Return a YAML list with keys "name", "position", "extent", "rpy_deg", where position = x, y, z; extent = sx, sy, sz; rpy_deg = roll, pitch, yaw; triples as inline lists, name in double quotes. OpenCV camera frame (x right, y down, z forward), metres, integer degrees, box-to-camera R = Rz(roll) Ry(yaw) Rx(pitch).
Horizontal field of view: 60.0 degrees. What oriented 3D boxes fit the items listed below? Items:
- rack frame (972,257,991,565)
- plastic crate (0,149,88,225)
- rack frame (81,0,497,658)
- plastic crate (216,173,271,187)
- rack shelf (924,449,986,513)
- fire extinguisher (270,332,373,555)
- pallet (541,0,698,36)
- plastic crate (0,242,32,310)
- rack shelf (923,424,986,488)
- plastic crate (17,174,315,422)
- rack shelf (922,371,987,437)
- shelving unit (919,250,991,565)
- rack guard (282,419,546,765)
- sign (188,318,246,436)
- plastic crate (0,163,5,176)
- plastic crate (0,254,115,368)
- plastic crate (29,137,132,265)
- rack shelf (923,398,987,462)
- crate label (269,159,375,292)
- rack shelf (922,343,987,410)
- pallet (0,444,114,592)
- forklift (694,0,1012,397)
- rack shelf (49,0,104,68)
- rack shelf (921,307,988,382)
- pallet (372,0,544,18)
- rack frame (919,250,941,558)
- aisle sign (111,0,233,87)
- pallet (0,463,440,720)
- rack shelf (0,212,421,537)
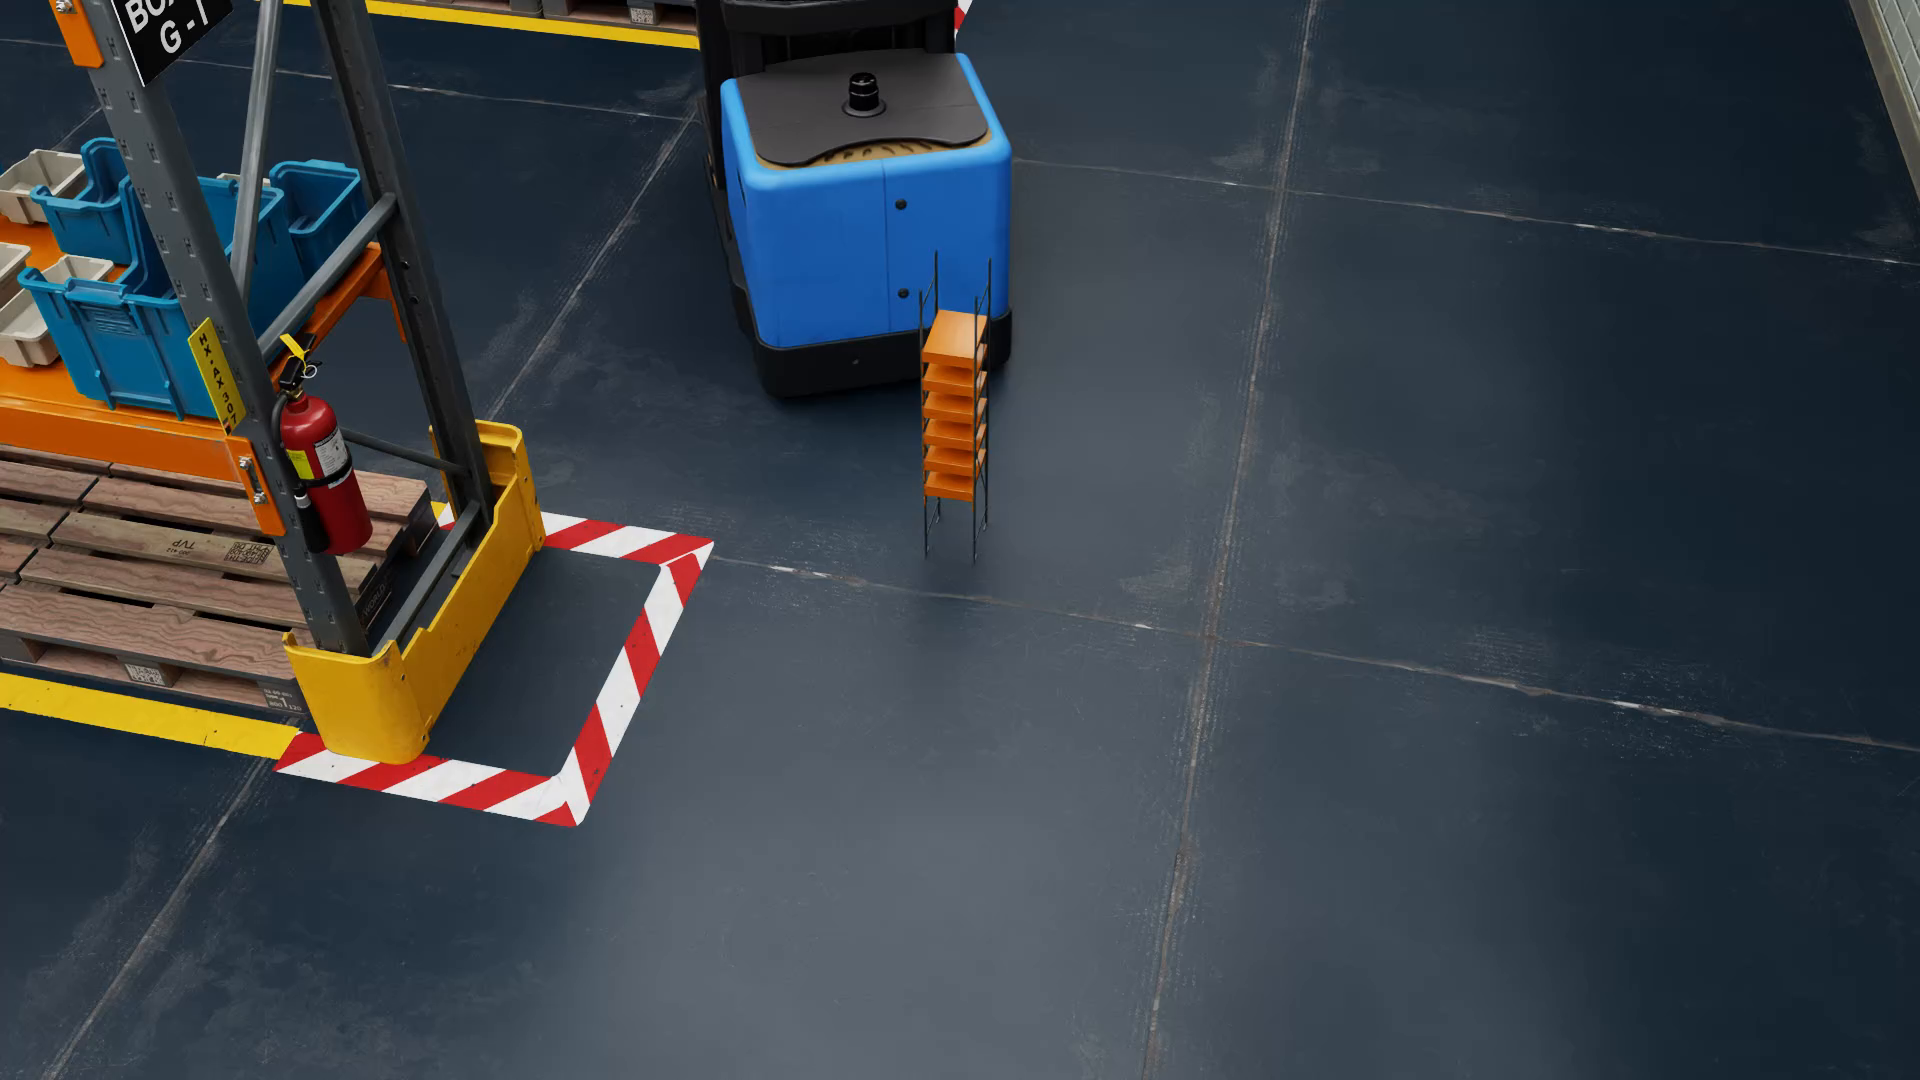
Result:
- name: "rack frame"
  position: [0.075, -0.421, 5.822]
  extent: [0.006, 1.200, 0.240]
  rpy_deg: [9, 45, 9]
- name: "plastic crate"
  position: [-2.993, -1.141, 5.419]
  extent: [0.298, 0.136, 0.250]
  rpy_deg: [9, 45, 9]
- name: "rack frame"
  position: [-1.867, -0.747, 4.863]
  extent: [0.127, 3.000, 1.000]
  rpy_deg: [9, 45, 9]
- name: "plastic crate"
  position: [-2.331, -1.038, 5.313]
  extent: [0.298, 0.136, 0.250]
  rpy_deg: [9, 45, 9]
- name: "rack shelf"
  position: [-0.014, -0.230, 6.033]
  extent: [0.180, 0.103, 0.258]
  rpy_deg: [9, 45, 9]
- name: "fire extinguisher"
  position: [-1.819, -0.254, 4.676]
  extent: [0.183, 0.674, 0.296]
  rpy_deg: [9, 45, 9]
- name: "pallet"
  position: [-1.634, -3.225, 9.449]
  extent: [1.213, 0.211, 1.003]
  rpy_deg: [9, 45, 9]
- name: "plastic crate"
  position: [-2.982, -0.728, 4.990]
  extent: [0.243, 0.136, 0.396]
  rpy_deg: [9, 45, 9]
- name: "rack shelf"
  position: [-0.014, -0.316, 5.950]
  extent: [0.180, 0.103, 0.258]
  rpy_deg: [9, 45, 9]
- name: "plastic crate"
  position: [-2.234, -0.706, 4.751]
  extent: [0.499, 0.435, 0.616]
  rpy_deg: [9, 45, 9]
- name: "rack shelf"
  position: [-0.014, -0.489, 5.784]
  extent: [0.180, 0.103, 0.258]
  rpy_deg: [9, 45, 9]
- name: "shelving unit"
  position: [-0.014, -0.434, 5.836]
  extent: [0.189, 1.200, 0.258]
  rpy_deg: [9, 45, 9]
- name: "rack guard"
  position: [-1.840, 0.149, 5.735]
  extent: [0.348, 0.500, 1.175]
  rpy_deg: [9, 45, 9]
- name: "sign"
  position: [-1.971, -0.431, 4.417]
  extent: [0.005, 0.325, 0.100]
  rpy_deg: [9, 45, 9]
- name: "plastic crate"
  position: [-3.321, -1.168, 5.378]
  extent: [0.300, 0.233, 0.416]
  rpy_deg: [9, 45, 9]
- name: "plastic crate"
  position: [-2.702, -0.674, 4.935]
  extent: [0.243, 0.136, 0.396]
  rpy_deg: [9, 45, 9]
- name: "plastic crate"
  position: [-2.678, -1.068, 5.274]
  extent: [0.300, 0.233, 0.416]
  rpy_deg: [9, 45, 9]
- name: "rack shelf"
  position: [-0.014, -0.402, 5.867]
  extent: [0.180, 0.103, 0.258]
  rpy_deg: [9, 45, 9]
- name: "crate label"
  position: [-2.036, -0.968, 5.171]
  extent: [0.303, 0.233, 0.416]
  rpy_deg: [9, 45, 9]
- name: "rack shelf"
  position: [-0.014, -0.575, 5.701]
  extent: [0.180, 0.103, 0.258]
  rpy_deg: [9, 45, 9]
- name: "pallet"
  position: [-3.850, -0.080, 6.180]
  extent: [1.213, 0.211, 1.003]
  rpy_deg: [9, 45, 9]
- name: "forklift"
  position: [-0.619, -2.674, 6.915]
  extent: [1.130, 2.935, 3.031]
  rpy_deg: [-9, 45, -9]
- name: "rack shelf"
  position: [-3.818, -1.871, 4.387]
  extent: [4.000, 0.370, 1.077]
  rpy_deg: [9, 45, 9]
- name: "rack shelf"
  position: [-0.014, -0.662, 5.617]
  extent: [0.180, 0.103, 0.258]
  rpy_deg: [9, 45, 9]
- name: "pallet"
  position: [-2.821, -3.412, 9.642]
  extent: [1.213, 0.211, 1.003]
  rpy_deg: [9, 45, 9]
- name: "rack frame"
  position: [-0.103, -0.448, 5.851]
  extent: [0.006, 1.200, 0.240]
  rpy_deg: [9, 45, 9]
- name: "aisle sign"
  position: [-1.860, -1.474, 3.744]
  extent: [0.004, 0.787, 0.394]
  rpy_deg: [9, 45, 9]
- name: "pallet"
  position: [-2.663, 0.107, 5.987]
  extent: [1.213, 0.211, 1.003]
  rpy_deg: [9, 45, 9]
- name: "rack shelf"
  position: [-3.818, -0.791, 5.427]
  extent: [4.000, 0.370, 1.077]
  rpy_deg: [9, 45, 9]
